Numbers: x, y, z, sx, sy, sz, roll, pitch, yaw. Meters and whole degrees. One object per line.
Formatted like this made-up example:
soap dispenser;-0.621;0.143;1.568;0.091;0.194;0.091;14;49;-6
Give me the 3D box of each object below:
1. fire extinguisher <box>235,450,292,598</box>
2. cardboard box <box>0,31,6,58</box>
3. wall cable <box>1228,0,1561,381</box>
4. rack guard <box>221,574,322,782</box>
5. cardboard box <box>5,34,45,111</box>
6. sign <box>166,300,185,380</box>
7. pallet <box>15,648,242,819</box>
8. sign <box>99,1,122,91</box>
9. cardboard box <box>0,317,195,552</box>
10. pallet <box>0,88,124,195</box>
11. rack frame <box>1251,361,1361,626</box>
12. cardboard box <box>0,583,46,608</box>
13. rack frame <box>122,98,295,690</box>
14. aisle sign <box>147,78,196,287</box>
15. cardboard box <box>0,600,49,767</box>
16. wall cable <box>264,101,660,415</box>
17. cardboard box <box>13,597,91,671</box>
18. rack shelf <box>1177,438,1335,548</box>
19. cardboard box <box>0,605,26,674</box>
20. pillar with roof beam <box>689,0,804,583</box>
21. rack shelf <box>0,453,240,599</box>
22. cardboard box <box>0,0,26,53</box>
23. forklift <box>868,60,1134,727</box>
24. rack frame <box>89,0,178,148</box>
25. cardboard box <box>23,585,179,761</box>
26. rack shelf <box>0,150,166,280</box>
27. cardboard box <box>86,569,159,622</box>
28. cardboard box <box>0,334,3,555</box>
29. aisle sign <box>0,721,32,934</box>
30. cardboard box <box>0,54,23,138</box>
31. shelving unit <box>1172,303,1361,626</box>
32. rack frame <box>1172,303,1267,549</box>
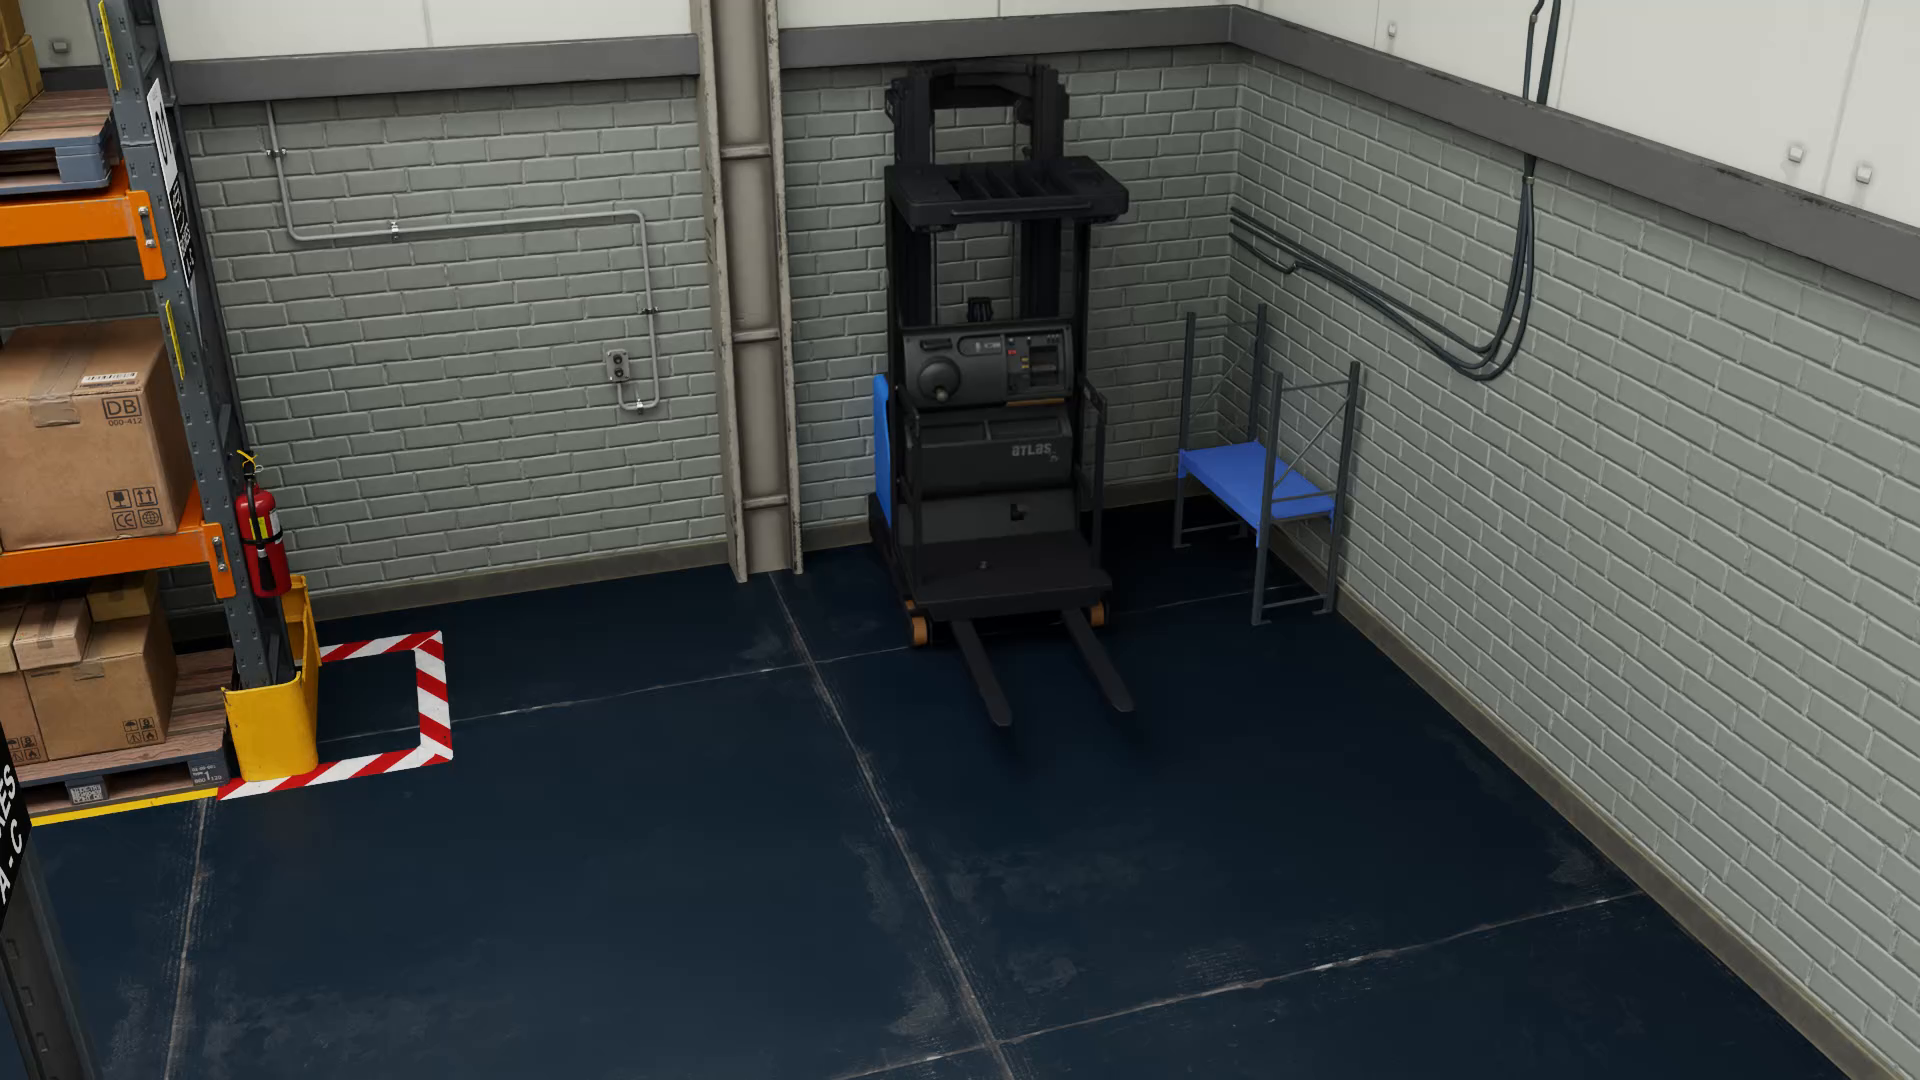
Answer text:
fire extinguisher;-3.172;-0.072;7.528;0.183;0.674;0.296;-8;28;-16
cardboard box;-4.070;-2.077;6.428;0.500;0.500;0.500;-8;28;-16
wall cable;2.030;-2.372;8.400;0.112;2.526;3.097;-8;28;-16
rack guard;-3.436;0.668;8.342;0.348;0.500;1.175;-8;28;-16
cardboard box;-4.229;-1.960;7.036;0.500;0.250;0.500;-7;27;-13
sign;-3.304;-0.841;7.003;0.005;0.325;0.100;-8;28;-16
pallet;-4.195;0.944;8.111;1.213;0.211;1.003;-8;28;-16
sign;-3.304;-1.921;6.467;0.005;0.325;0.100;-8;28;-16
cardboard box;-3.941;-0.508;7.562;0.700;0.700;0.980;-7;27;-14
pallet;-4.161;-1.645;6.917;1.213;0.211;1.003;-8;28;-16
rack frame;1.870;-0.233;9.034;0.500;1.500;0.032;-9;28;-17
cardboard box;-4.518;0.300;7.882;0.250;0.149;0.380;-8;28;-16
rack frame;-3.459;-0.448;7.779;0.127;3.000;1.000;-8;28;-16
aisle sign;-3.297;-1.495;6.965;0.004;0.787;0.394;-8;28;-16
cardboard box;-4.569;0.691;7.823;0.500;0.500;0.700;-8;28;-16
wall cable;-2.534;-1.479;8.714;1.851;1.984;0.084;-8;28;-16
cardboard box;-4.159;0.426;7.627;0.250;0.149;0.380;-9;28;-17
rack shelf;1.704;-0.286;9.544;0.538;0.185;1.000;-9;28;-17
cardboard box;-4.402;0.462;7.556;0.250;0.149;0.380;-7;27;-15
pillar with roof beam;0.174;-2.052;4.264;0.400;9.000;9.100;-8;28;-16
rack shelf;-5.360;0.150;7.384;4.000;0.370;1.077;-8;28;-16
cardboard box;-4.228;-2.295;6.866;0.500;0.500;0.500;-9;28;-18
forklift;0.203;-0.913;8.792;1.130;2.935;3.031;-5;27;-11
rack frame;-3.459;-3.135;6.445;0.127;3.000;1.000;-8;28;-16
cardboard box;-4.093;0.622;7.962;0.500;0.500;0.700;-8;28;-16
rack shelf;-5.360;-1.194;6.717;4.000;0.370;1.077;-8;28;-16
cardboard box;-4.036;0.230;8.023;0.250;0.149;0.380;-8;28;-16
cardboard box;-4.629;-0.403;7.351;0.700;0.700;0.980;-8;28;-17
aisle sign;-1.947;0.348;3.252;0.004;0.787;0.394;-8;28;-16
cardboard box;-4.073;-1.744;6.601;0.500;0.250;0.500;-7;27;-15
shelving unit;1.704;-0.447;9.464;0.538;1.500;1.048;-9;28;-17
rack frame;1.538;-0.661;9.894;0.500;1.500;0.032;-9;28;-17
